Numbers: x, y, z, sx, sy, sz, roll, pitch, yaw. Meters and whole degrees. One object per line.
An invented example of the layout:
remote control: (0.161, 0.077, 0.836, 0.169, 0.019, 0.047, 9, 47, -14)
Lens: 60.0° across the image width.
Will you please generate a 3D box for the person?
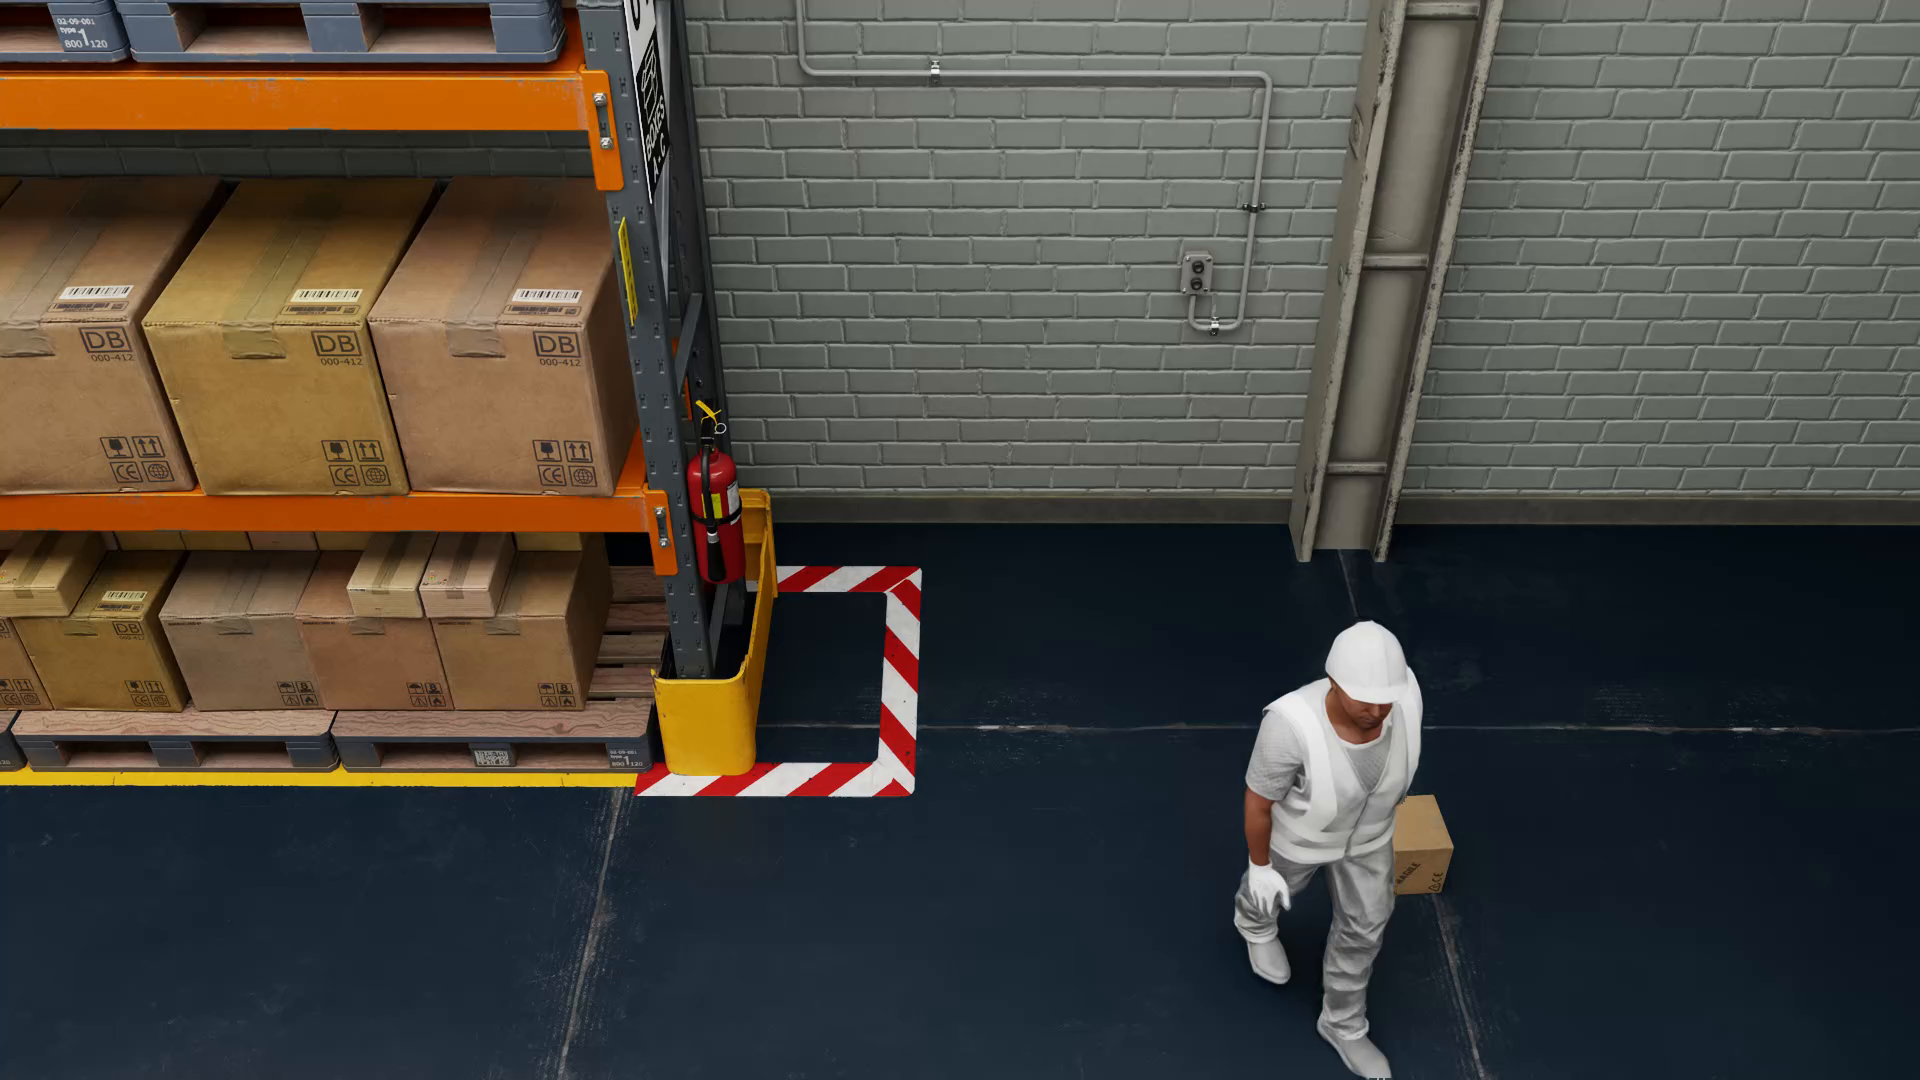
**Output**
person: (1.104, 0.897, 5.056, 0.593, 1.802, 0.713, -8, 40, -10)
